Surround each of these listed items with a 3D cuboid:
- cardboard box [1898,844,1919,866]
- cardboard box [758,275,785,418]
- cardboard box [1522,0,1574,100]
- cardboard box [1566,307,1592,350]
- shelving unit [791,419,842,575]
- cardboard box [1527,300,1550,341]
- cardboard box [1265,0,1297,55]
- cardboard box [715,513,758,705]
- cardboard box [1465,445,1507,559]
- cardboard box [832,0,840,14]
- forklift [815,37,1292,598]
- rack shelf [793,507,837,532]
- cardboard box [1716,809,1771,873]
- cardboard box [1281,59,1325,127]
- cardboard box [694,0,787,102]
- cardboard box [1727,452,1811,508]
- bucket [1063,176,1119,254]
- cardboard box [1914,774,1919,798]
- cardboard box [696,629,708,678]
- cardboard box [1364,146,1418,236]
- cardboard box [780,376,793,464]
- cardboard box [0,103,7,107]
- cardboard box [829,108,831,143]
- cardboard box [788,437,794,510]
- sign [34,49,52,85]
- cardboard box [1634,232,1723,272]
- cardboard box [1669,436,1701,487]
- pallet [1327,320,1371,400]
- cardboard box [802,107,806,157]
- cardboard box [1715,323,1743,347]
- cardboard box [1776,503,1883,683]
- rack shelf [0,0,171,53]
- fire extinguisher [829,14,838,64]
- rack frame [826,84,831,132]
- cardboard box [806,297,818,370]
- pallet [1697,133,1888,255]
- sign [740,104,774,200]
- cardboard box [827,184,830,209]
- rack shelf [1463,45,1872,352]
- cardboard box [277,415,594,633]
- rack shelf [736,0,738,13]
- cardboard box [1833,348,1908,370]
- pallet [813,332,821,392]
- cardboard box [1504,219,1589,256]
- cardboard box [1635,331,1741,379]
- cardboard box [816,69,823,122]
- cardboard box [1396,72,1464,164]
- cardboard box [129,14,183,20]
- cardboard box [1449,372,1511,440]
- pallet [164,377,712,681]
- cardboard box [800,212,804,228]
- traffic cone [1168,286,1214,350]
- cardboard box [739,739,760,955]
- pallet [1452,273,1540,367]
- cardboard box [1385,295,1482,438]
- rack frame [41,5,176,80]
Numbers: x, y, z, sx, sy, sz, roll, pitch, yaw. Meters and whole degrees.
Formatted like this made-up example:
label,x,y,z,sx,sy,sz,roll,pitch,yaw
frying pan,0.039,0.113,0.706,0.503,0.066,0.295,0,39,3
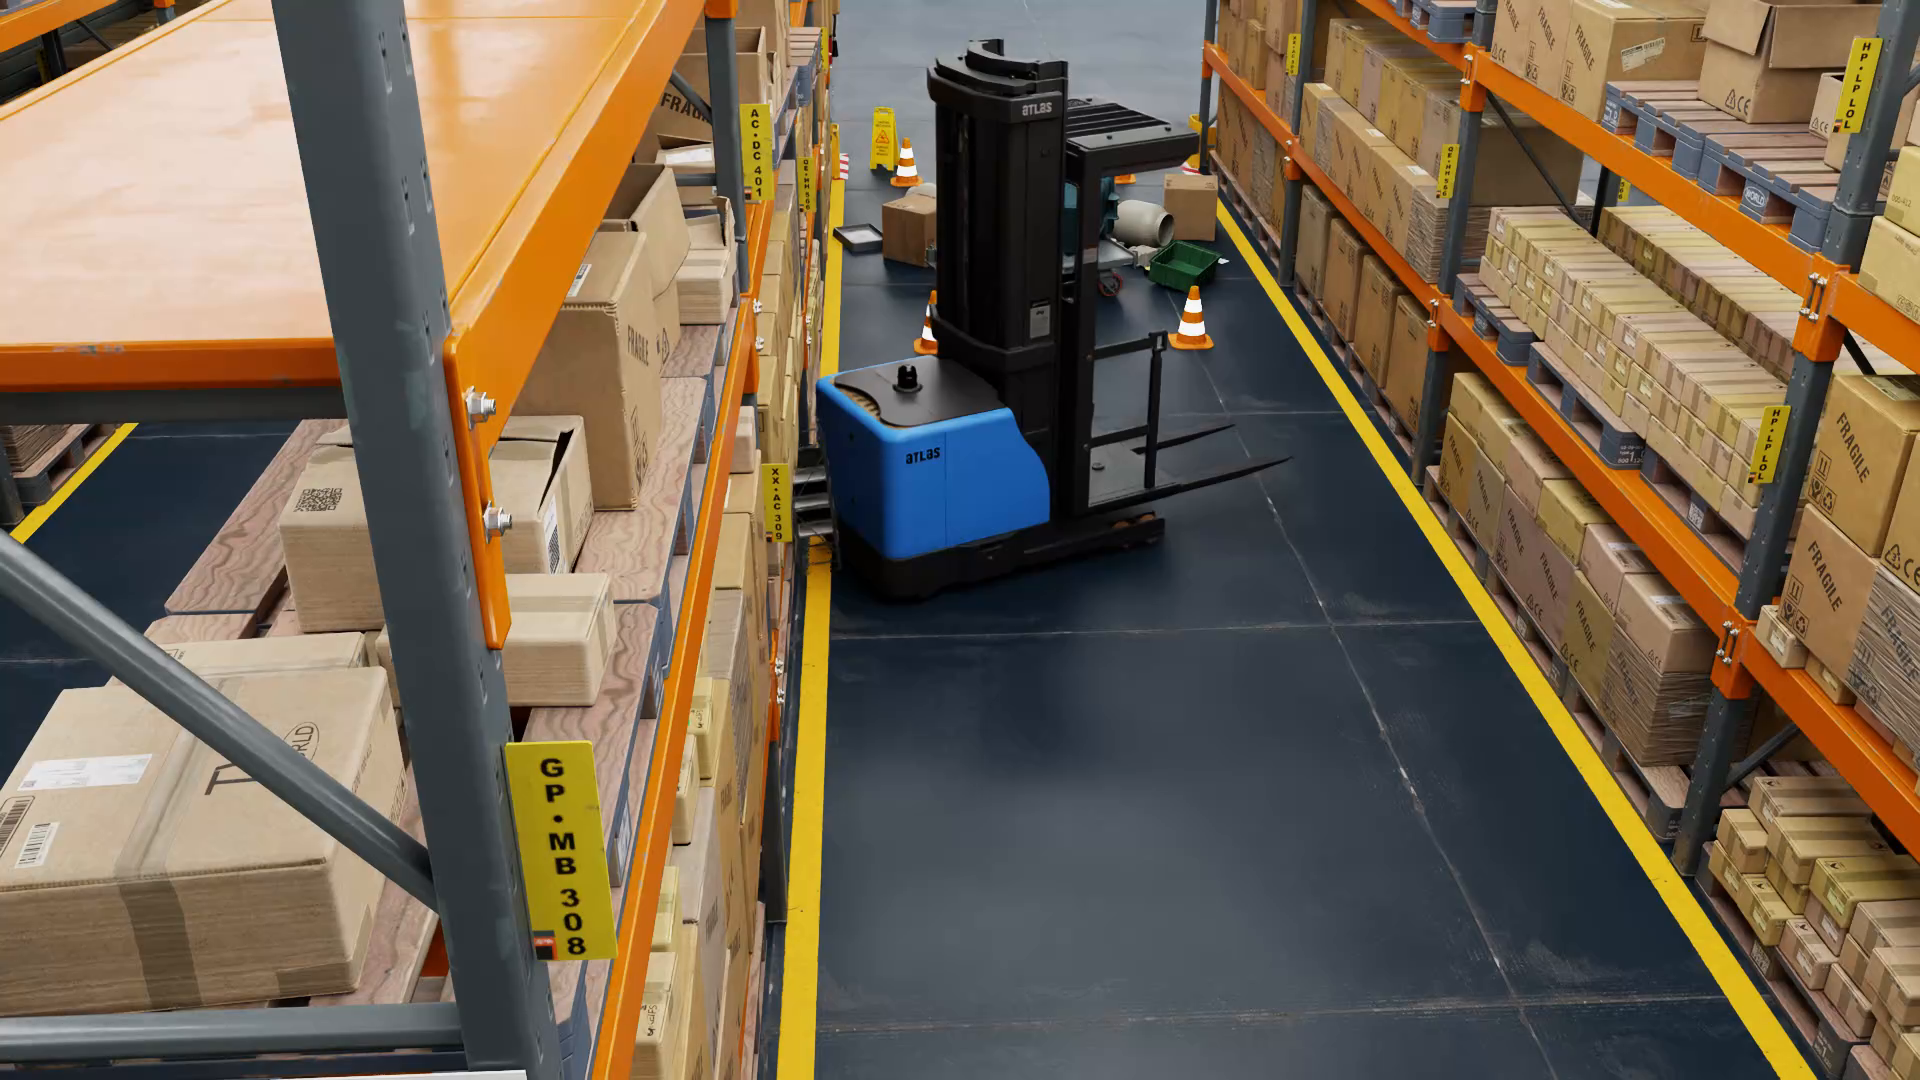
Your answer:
label,x,y,z,sx,sy,sz,roll,pitch,yaw
cardboard box,4.057,1.338,6.749,0.380,0.149,0.250,-3,28,-5
cardboard box,-1.055,-0.868,7.482,0.500,0.500,0.500,-2,28,-4
cardboard box,3.285,-2.591,8.623,0.500,0.500,0.500,-1,28,-3
cardboard box,3.381,-1.102,8.615,0.380,0.149,0.250,-2,28,-3
shelving unit,-0.863,-0.243,9.632,0.258,0.900,0.210,-9,33,-5
cardboard box,3.354,-1.208,9.140,0.380,0.149,0.250,0,28,0
cardboard box,3.149,-4.533,14.367,0.875,0.550,0.550,-1,28,-3
cardboard box,-0.923,0.254,5.331,0.500,0.500,0.500,-2,28,-3
cardboard box,3.300,-0.231,9.698,0.500,0.500,0.500,-1,28,-2
cardboard box,-1.475,-5.168,15.404,0.700,0.500,0.500,-2,28,-3
forklift,0.676,-1.442,9.845,3.031,2.935,1.130,-14,31,-25
rack shelf,-0.854,-0.139,9.698,0.258,0.077,0.200,-9,33,-5
cardboard box,3.396,1.250,6.916,0.380,0.149,0.250,0,28,0
cardboard box,3.248,-3.802,14.133,0.875,0.550,0.550,-1,28,-3
cardboard box,-1.069,-2.305,7.621,0.500,0.500,0.500,-1,28,-2
cardboard box,3.479,-0.256,6.994,0.380,0.149,0.250,-1,28,-1
bucket,0.969,-2.795,14.261,0.726,0.611,0.620,8,39,15
cardboard box,3.495,0.862,5.624,0.380,0.149,0.250,-1,28,-2
cardboard box,-0.876,0.360,4.426,0.380,0.149,0.250,-1,28,-3
cardboard box,3.145,-2.425,11.548,0.500,0.500,0.500,-2,28,-4
cardboard box,-1.038,-0.543,7.670,0.500,0.250,0.500,-1,28,-2
cardboard box,-6.804,-3.084,12.110,0.380,0.149,0.250,-2,28,-3
cardboard box,-1.566,-4.182,16.733,0.500,0.500,0.500,-1,28,-2
cardboard box,-1.040,-0.324,7.789,0.500,0.250,0.500,-2,28,-3
sign,-7.170,-3.682,13.045,0.100,0.325,0.005,-1,28,-3
cardboard box,3.996,-1.604,9.256,0.380,0.149,0.250,-1,28,-1
cardboard box,3.453,-0.359,7.513,0.380,0.149,0.250,-1,28,-3
pallet,3.461,-1.410,12.724,1.003,0.211,1.213,-1,28,-3
cardboard box,-1.330,-2.844,11.576,0.500,0.500,0.500,-2,28,-5
cardboard box,4.052,-0.993,8.405,0.380,0.149,0.250,-2,28,-4
cardboard box,3.471,0.188,6.216,0.500,0.500,0.500,-2,28,-4
rack shelf,-6.511,-3.365,10.992,1.077,0.370,4.000,-1,28,-3
fire extinguisher,-1.414,-5.276,17.206,0.296,0.674,0.183,-1,28,-3
rack frame,-1.868,-5.246,17.065,1.000,3.000,0.127,-1,28,-3
cardboard box,-1.550,-1.525,12.318,0.950,0.372,0.625,0,28,-1
pallet,3.771,-1.405,6.660,1.213,0.211,1.003,-1,28,-3
sign,-0.687,-1.313,5.635,0.100,0.325,0.005,-1,28,-3
cardboard box,-1.505,-3.366,15.978,0.500,0.250,0.500,-2,28,-4
rack shelf,3.592,-1.805,8.002,1.077,0.370,4.000,-1,28,-3
cardboard box,-1.061,-0.071,3.432,0.500,0.311,0.500,-1,28,-2
rack shelf,-1.346,-2.792,7.082,1.077,0.370,4.000,-1,28,-3
cardboard box,4.093,-0.765,7.647,0.380,0.149,0.250,-2,28,-3
pallet,-1.550,-1.238,12.396,1.003,0.211,1.213,-1,28,-3
cardboard box,3.335,-1.714,9.468,0.380,0.149,0.250,-2,28,-4
cardboard box,3.431,-0.868,7.845,0.380,0.149,0.250,-2,28,-4
cardboard box,-1.404,-3.785,13.834,0.500,0.500,0.500,-1,28,-3
cardboard box,3.418,-2.884,11.346,0.700,0.500,0.500,-2,28,-3
cardboard box,-6.969,-4.474,14.452,0.380,0.149,0.250,-2,28,-3
cardboard box,3.282,-0.804,9.986,0.500,0.250,0.500,-3,28,-5
pallet,-1.148,-0.055,3.964,1.003,0.211,1.213,-1,28,-3
cardboard box,-1.225,-2.168,10.980,0.380,0.149,0.250,-1,28,-2
traffic cone,1.841,-1.785,13.171,0.336,0.463,0.334,-1,28,-3
cardboard box,-0.889,0.928,5.118,0.500,0.500,0.500,-2,28,-3
pallet,3.631,-1.306,9.718,1.213,0.211,1.003,-1,28,-3
cardboard box,3.546,-1.190,11.267,1.050,0.750,0.750,-2,28,-3
rack frame,-6.616,-3.277,13.290,1.000,3.000,0.127,-1,28,-3
